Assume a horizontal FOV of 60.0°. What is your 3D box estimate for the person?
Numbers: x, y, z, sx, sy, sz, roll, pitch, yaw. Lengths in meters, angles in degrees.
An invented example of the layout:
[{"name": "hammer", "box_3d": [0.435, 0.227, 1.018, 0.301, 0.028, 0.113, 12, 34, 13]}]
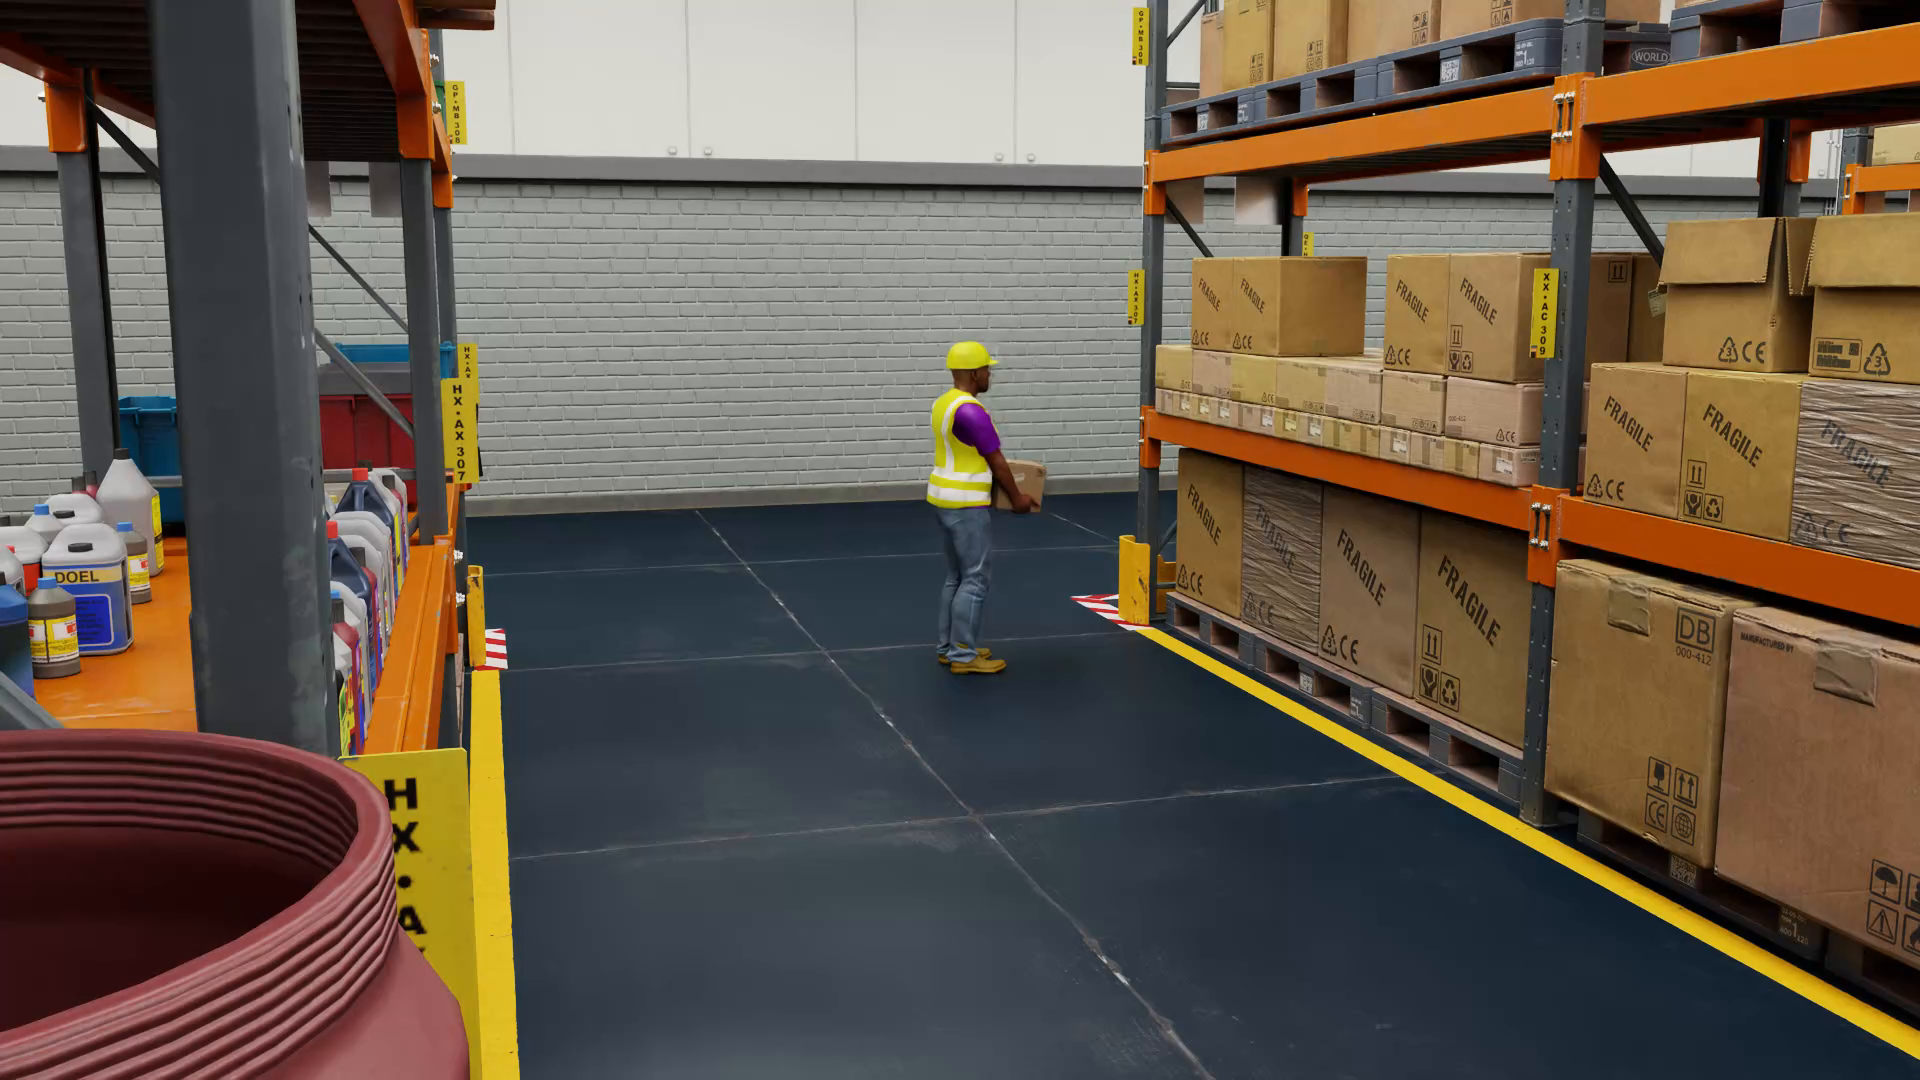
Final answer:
[{"name": "person", "box_3d": [0.113, -0.186, 8.956, 0.567, 1.762, 0.505, -3, 10, -17]}]
